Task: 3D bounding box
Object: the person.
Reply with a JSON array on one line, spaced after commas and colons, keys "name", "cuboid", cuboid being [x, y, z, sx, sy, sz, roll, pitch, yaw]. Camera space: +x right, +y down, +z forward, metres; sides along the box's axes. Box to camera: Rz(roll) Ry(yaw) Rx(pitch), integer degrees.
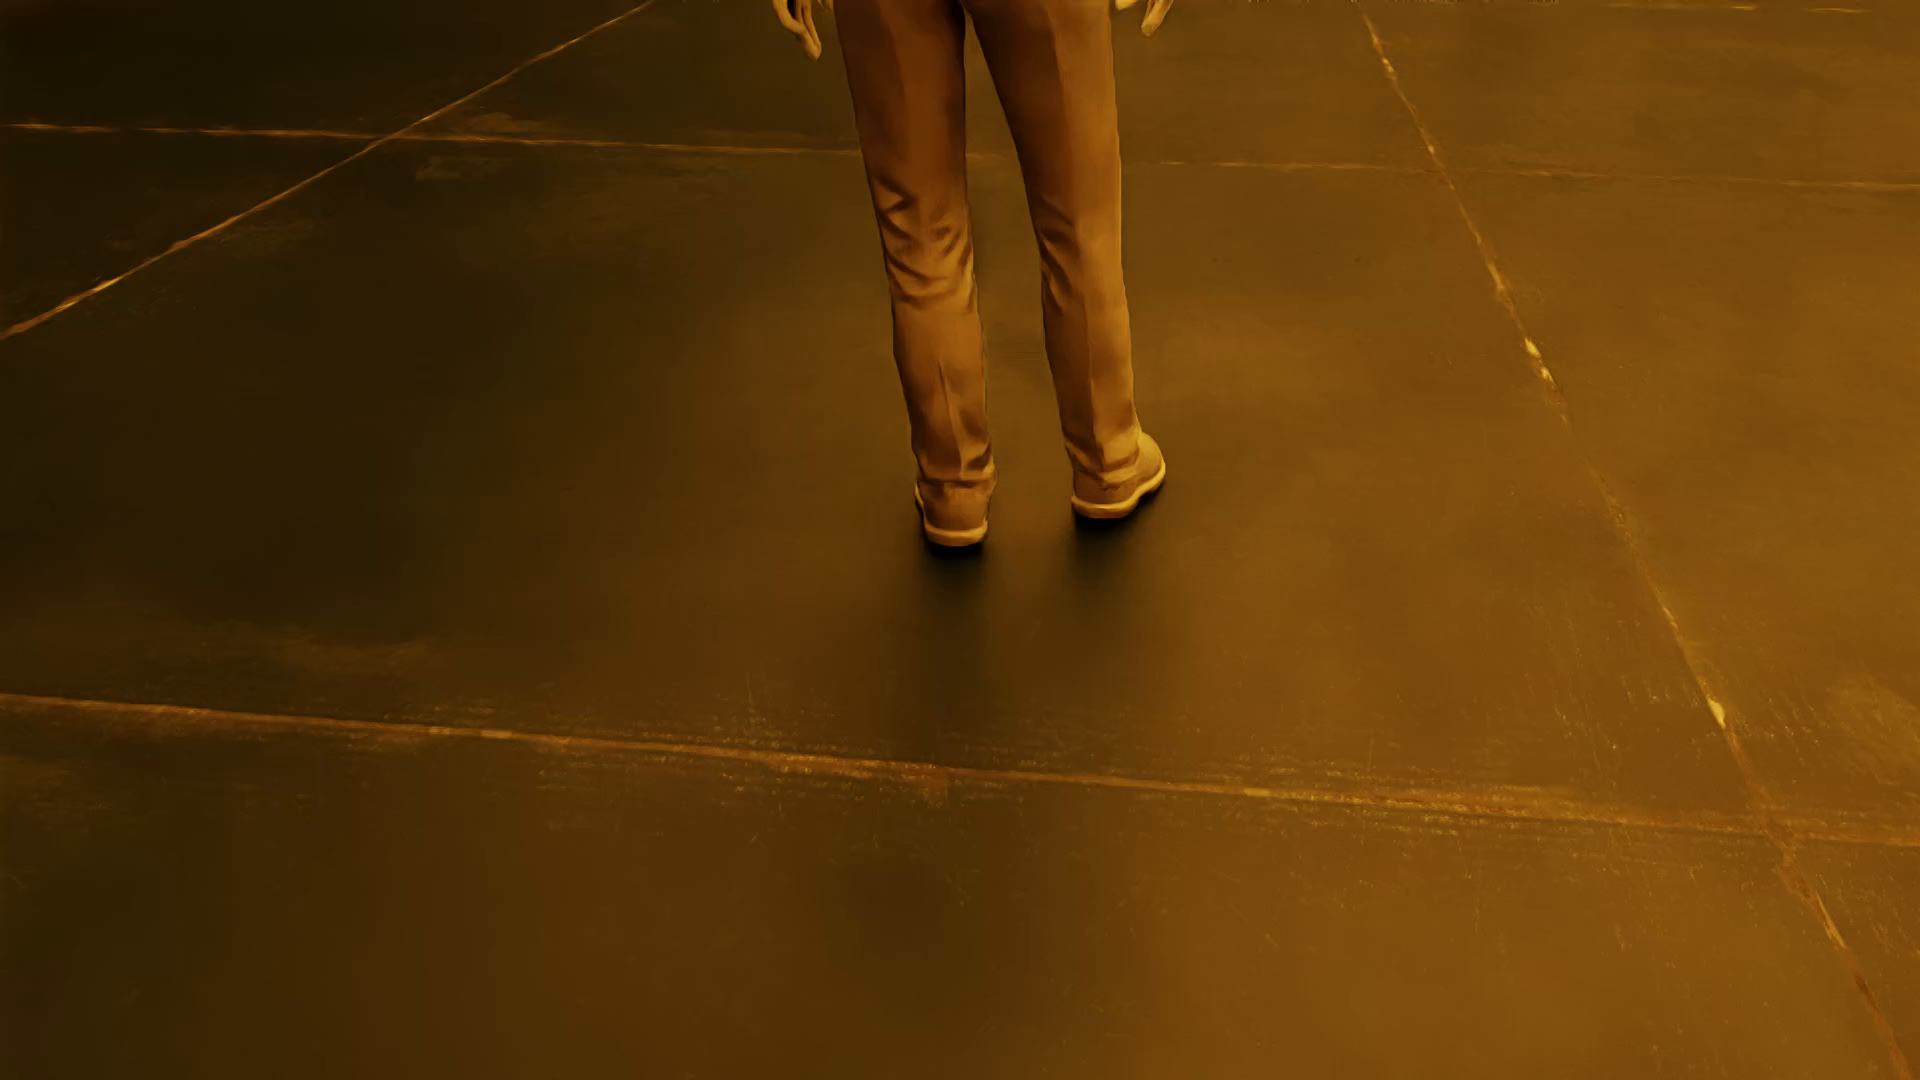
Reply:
[{"name": "person", "cuboid": [0.016, -0.794, 2.178, 0.586, 1.695, 0.532, 3, 27, 7]}]
